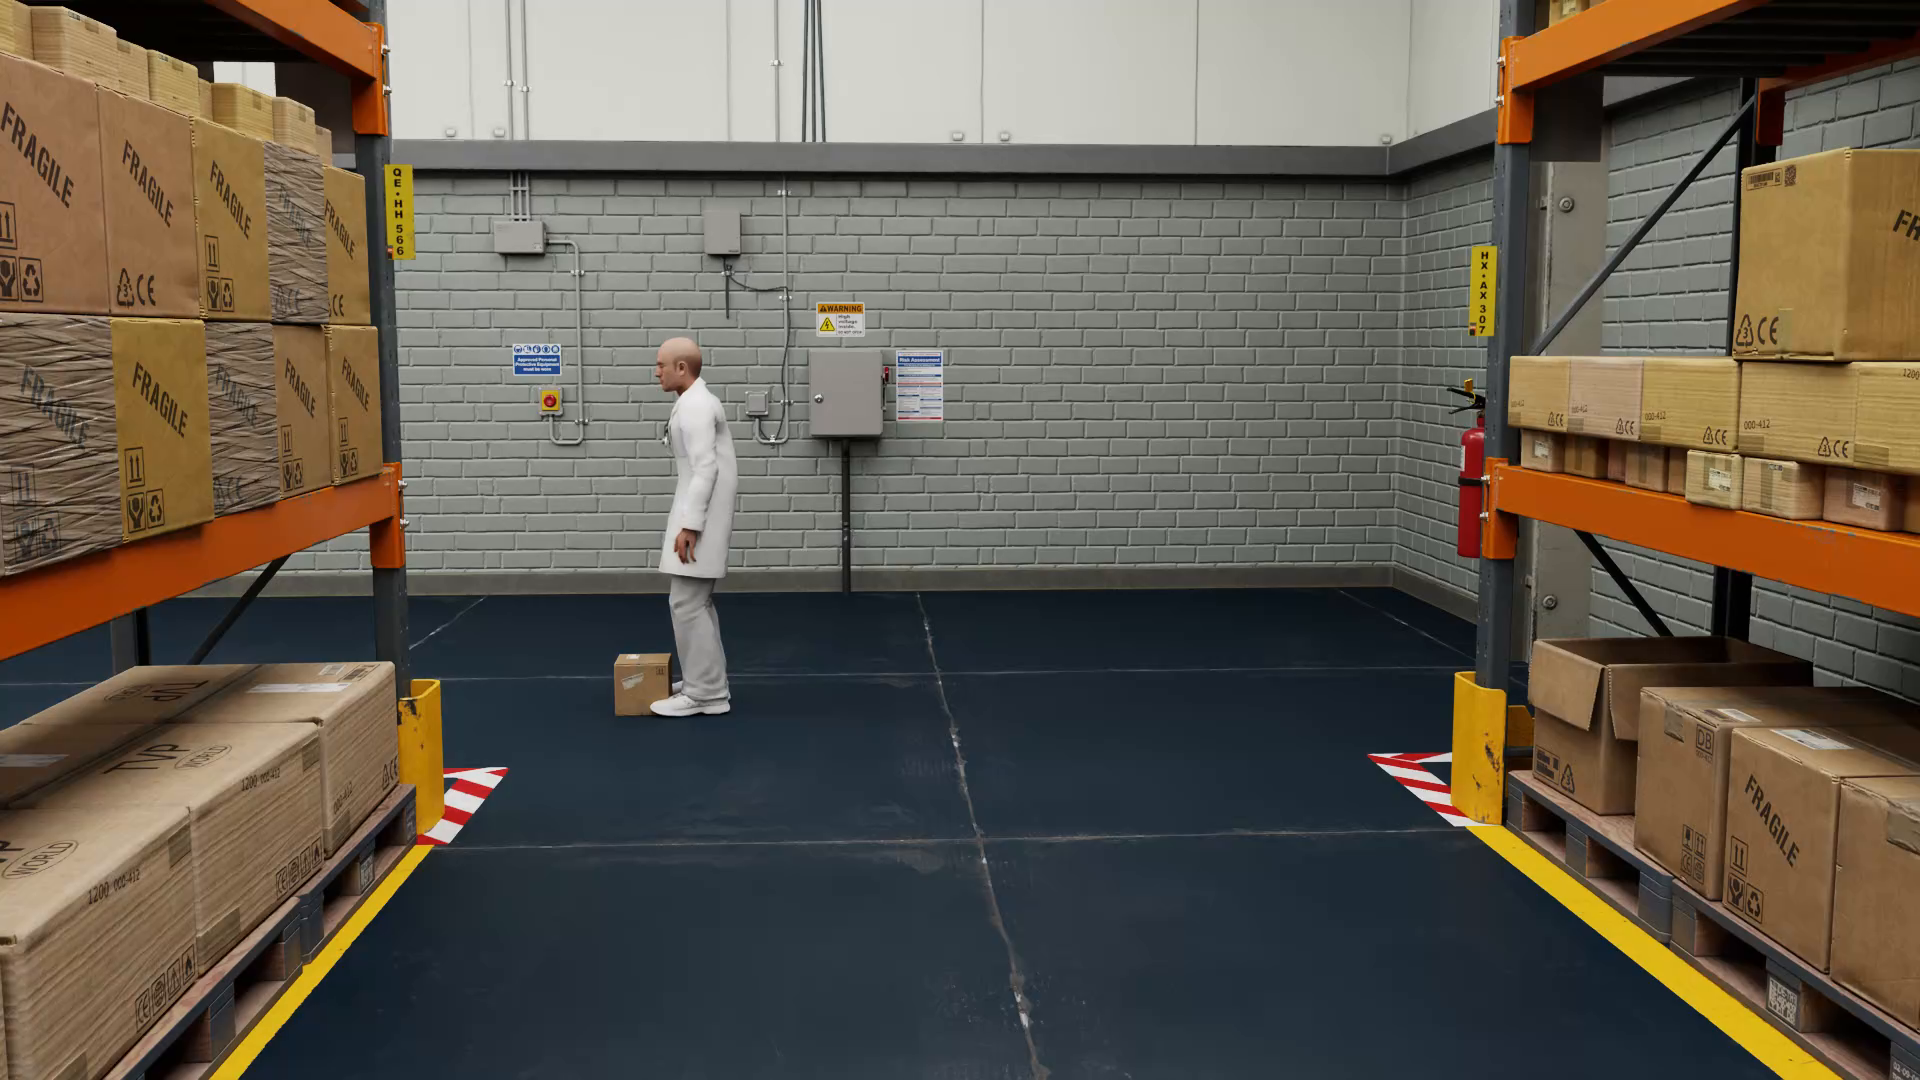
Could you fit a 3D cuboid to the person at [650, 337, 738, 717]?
[{"bbox_3d":[-1.263,-0.067,7.875,0.425,1.773,0.652,-1,7,-7],"label":"person"}]
